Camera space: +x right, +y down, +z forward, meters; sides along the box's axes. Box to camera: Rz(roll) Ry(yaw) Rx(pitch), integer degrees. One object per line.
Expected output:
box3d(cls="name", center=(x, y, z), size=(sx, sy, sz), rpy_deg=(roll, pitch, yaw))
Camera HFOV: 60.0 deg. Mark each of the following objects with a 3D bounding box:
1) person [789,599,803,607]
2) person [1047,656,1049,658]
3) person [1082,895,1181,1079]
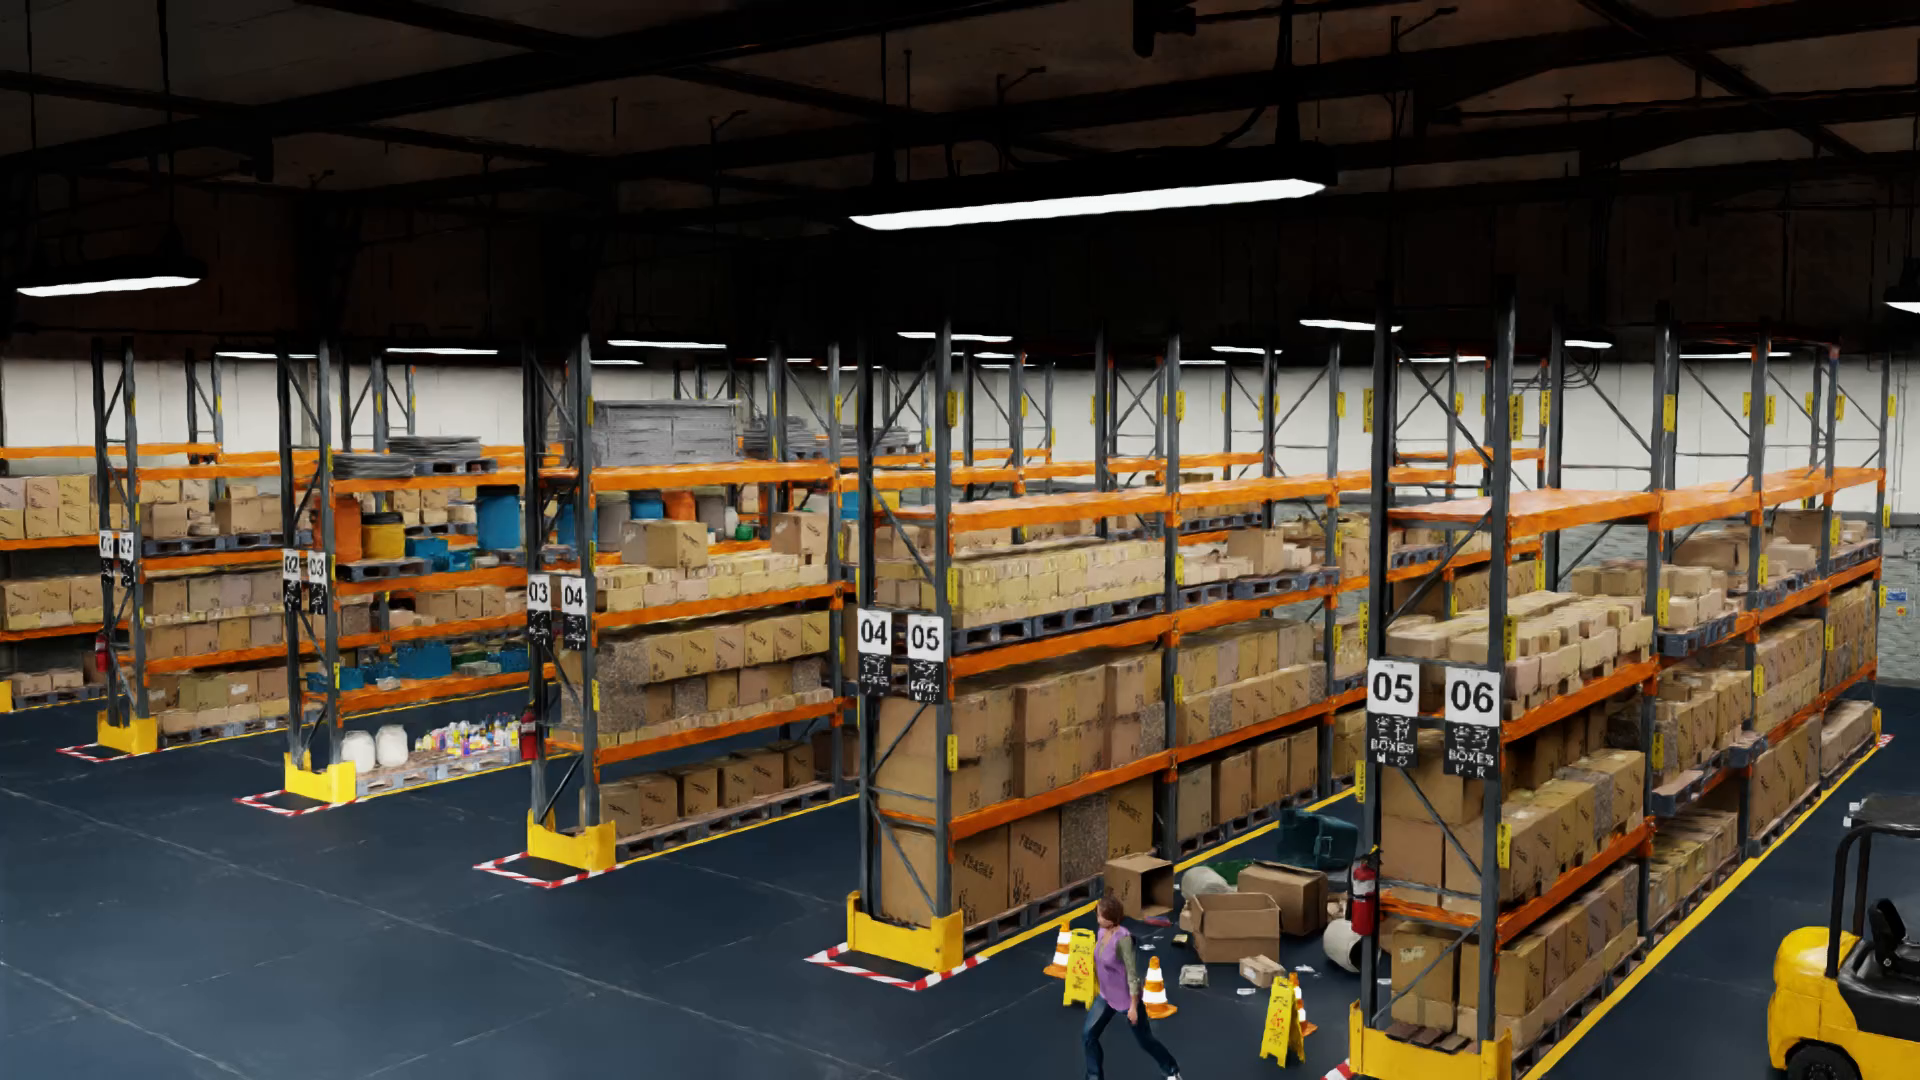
box3d(cls="person", center=(-3.055, 1.611, 31.344), size=(0.677, 1.674, 0.534), rpy_deg=(4, 6, 35))
box3d(cls="person", center=(1.201, 2.277, 23.250), size=(0.598, 1.698, 1.194), rpy_deg=(4, 6, 39))
box3d(cls="person", center=(1.225, 3.336, 12.154), size=(0.866, 1.531, 0.461), rpy_deg=(-3, 6, -31))
